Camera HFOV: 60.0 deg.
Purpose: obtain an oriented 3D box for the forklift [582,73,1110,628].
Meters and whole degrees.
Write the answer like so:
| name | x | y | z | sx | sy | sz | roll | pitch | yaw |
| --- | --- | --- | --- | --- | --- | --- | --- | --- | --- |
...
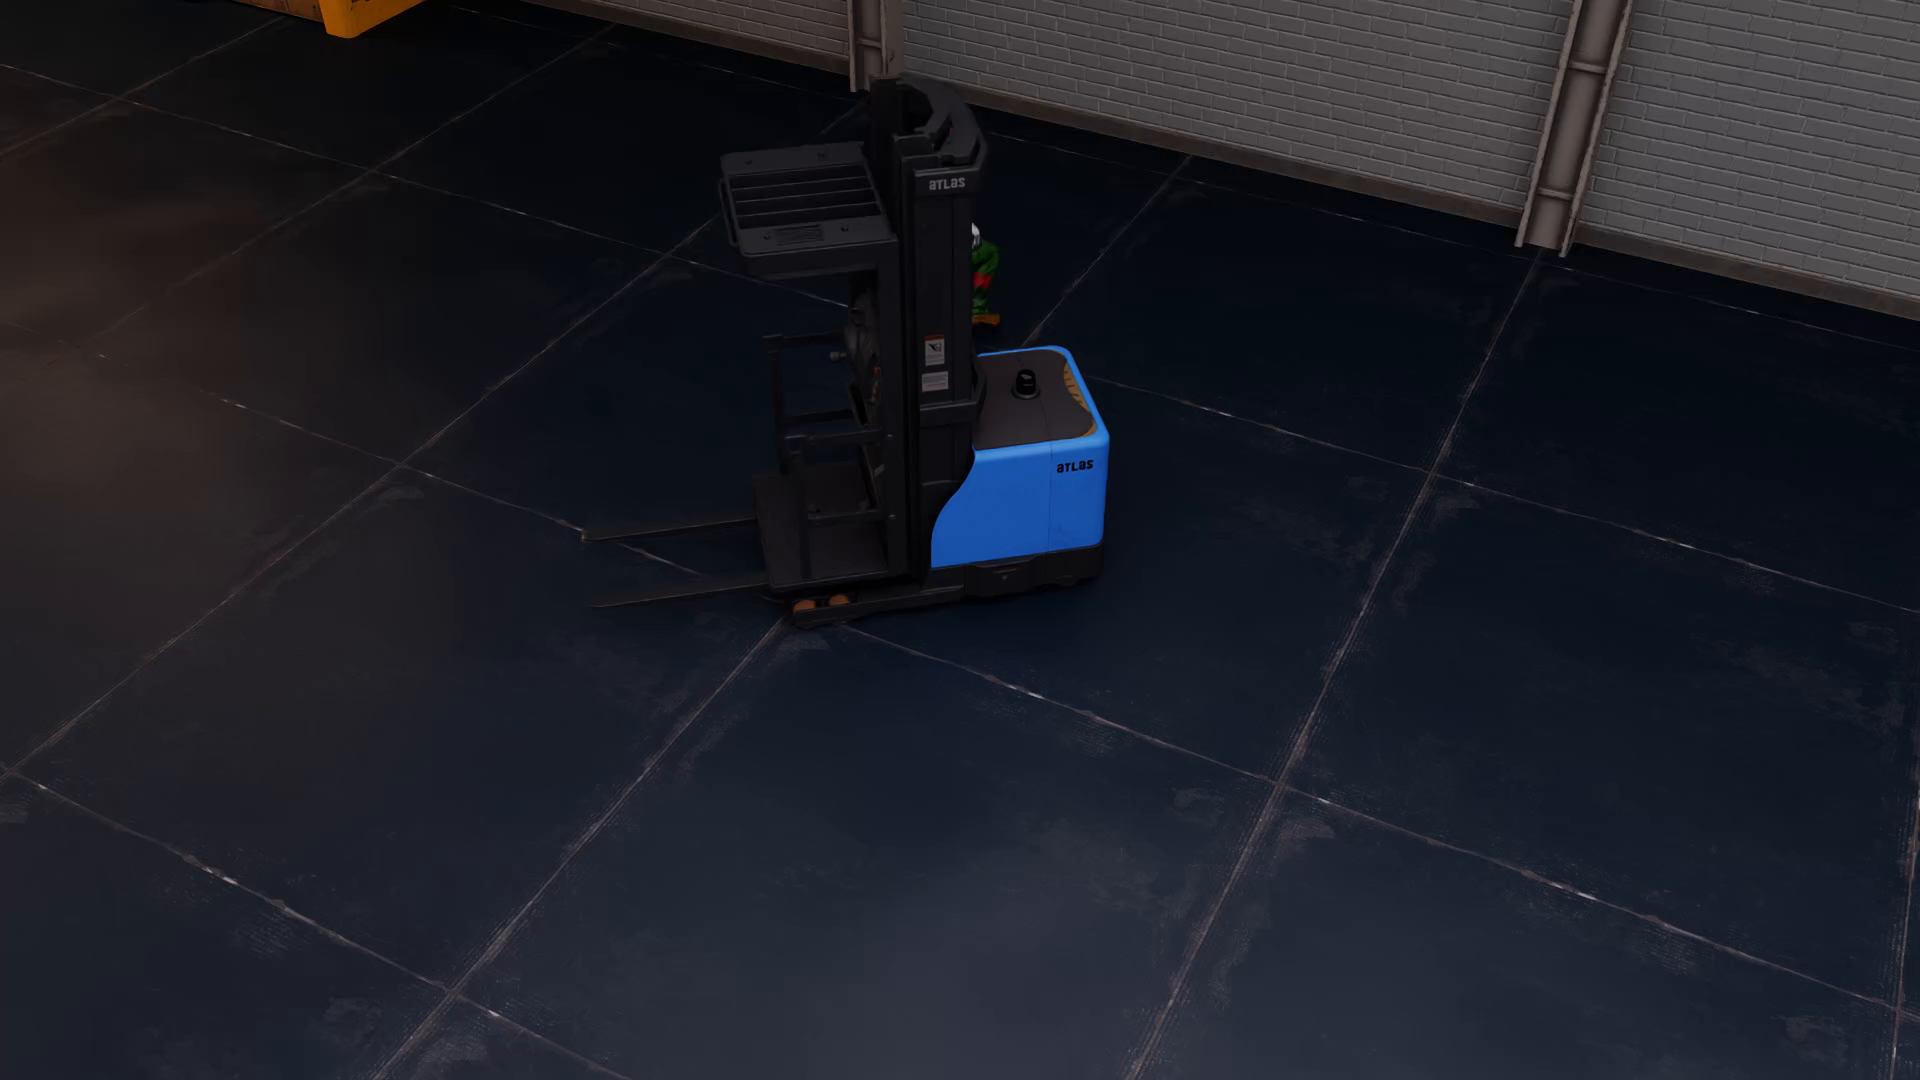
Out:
| name | x | y | z | sx | sy | sz | roll | pitch | yaw |
| --- | --- | --- | --- | --- | --- | --- | --- | --- | --- |
| forklift | -0.716 | -0.983 | 9.153 | 3.031 | 2.935 | 1.130 | -8 | 41 | -9 |

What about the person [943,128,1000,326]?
| name | x | y | z | sx | sy | sz | roll | pitch | yaw |
| --- | --- | --- | --- | --- | --- | --- | --- | --- | --- |
| person | -0.109 | -2.188 | 11.729 | 0.709 | 1.545 | 0.887 | -27 | 47 | -28 |
